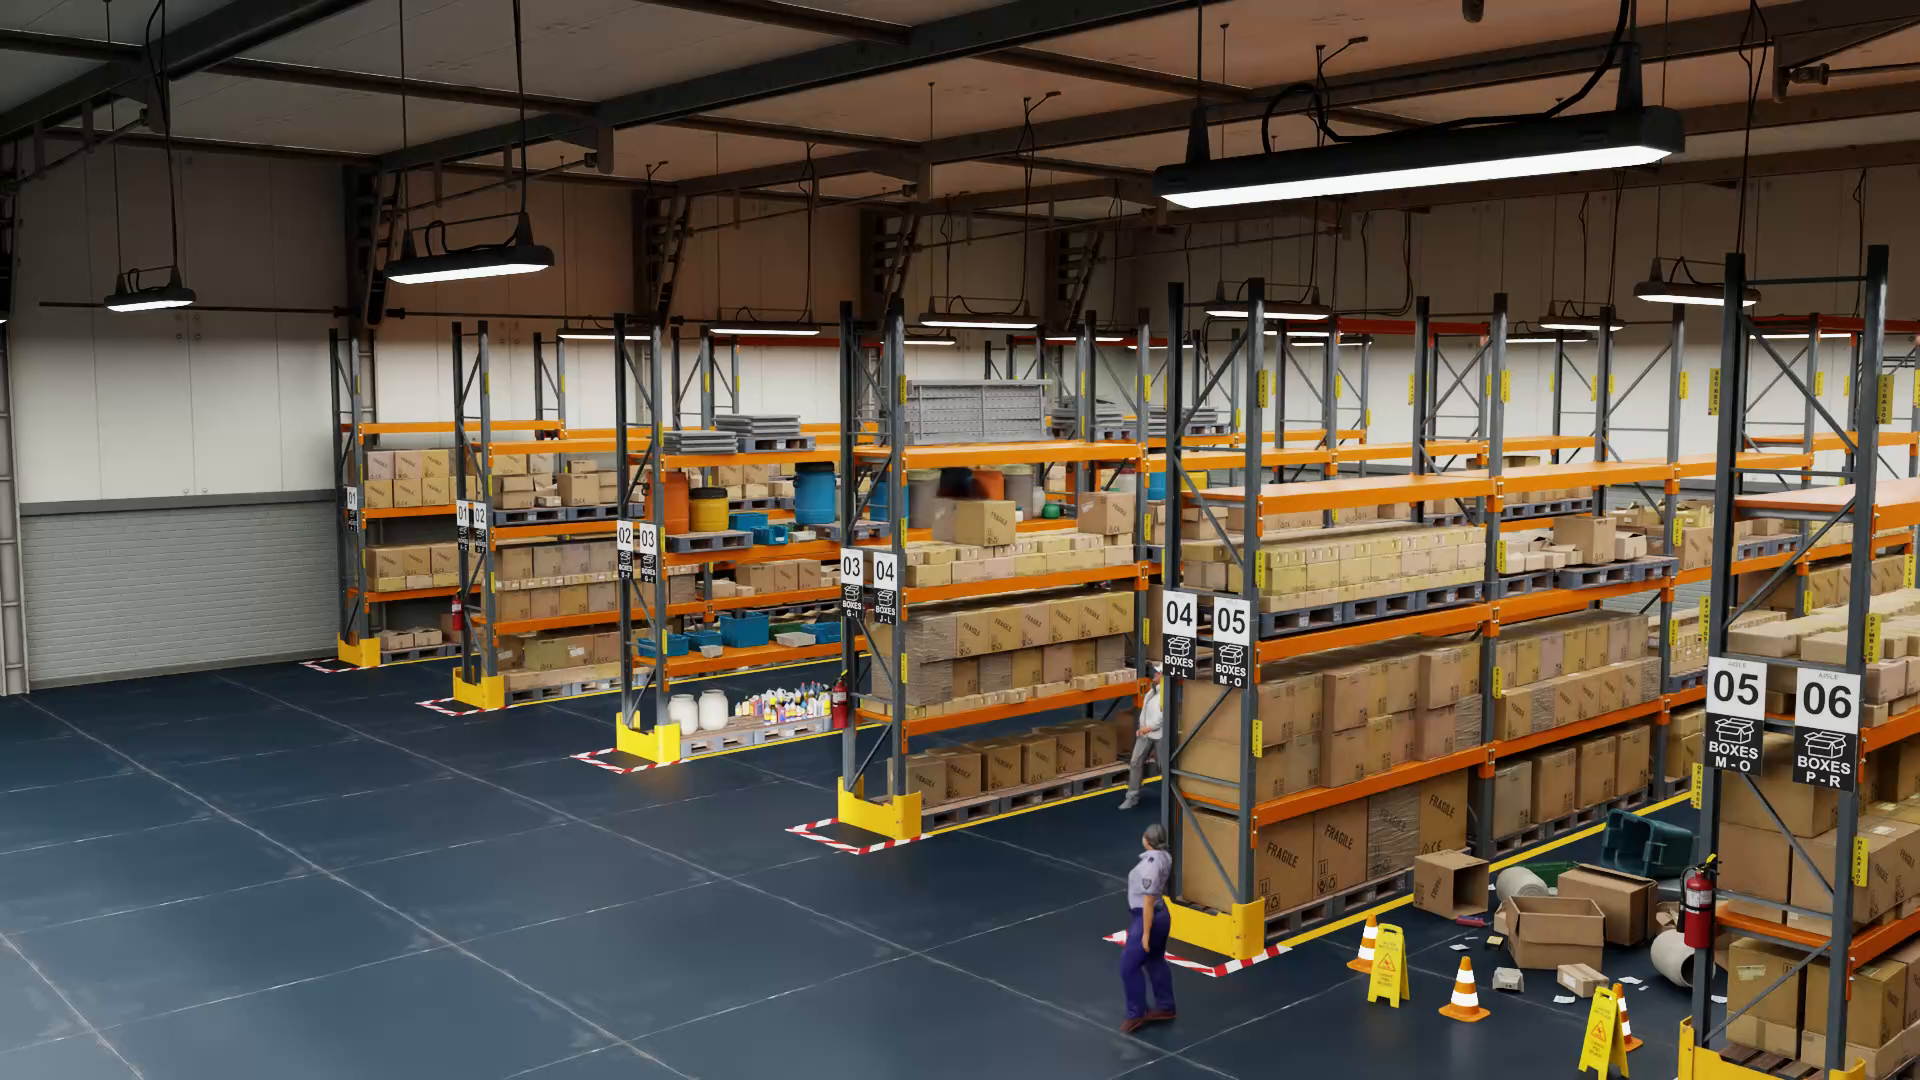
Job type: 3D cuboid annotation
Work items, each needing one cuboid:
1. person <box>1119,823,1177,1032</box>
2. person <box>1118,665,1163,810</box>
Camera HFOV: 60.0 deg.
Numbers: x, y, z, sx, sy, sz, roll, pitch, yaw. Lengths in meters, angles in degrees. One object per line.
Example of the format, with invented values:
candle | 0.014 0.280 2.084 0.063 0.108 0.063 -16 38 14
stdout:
person | 1.479 3.084 13.202 0.503 1.730 0.563 0 6 4
person | 2.333 2.357 19.988 0.941 1.755 0.589 -5 7 -41
